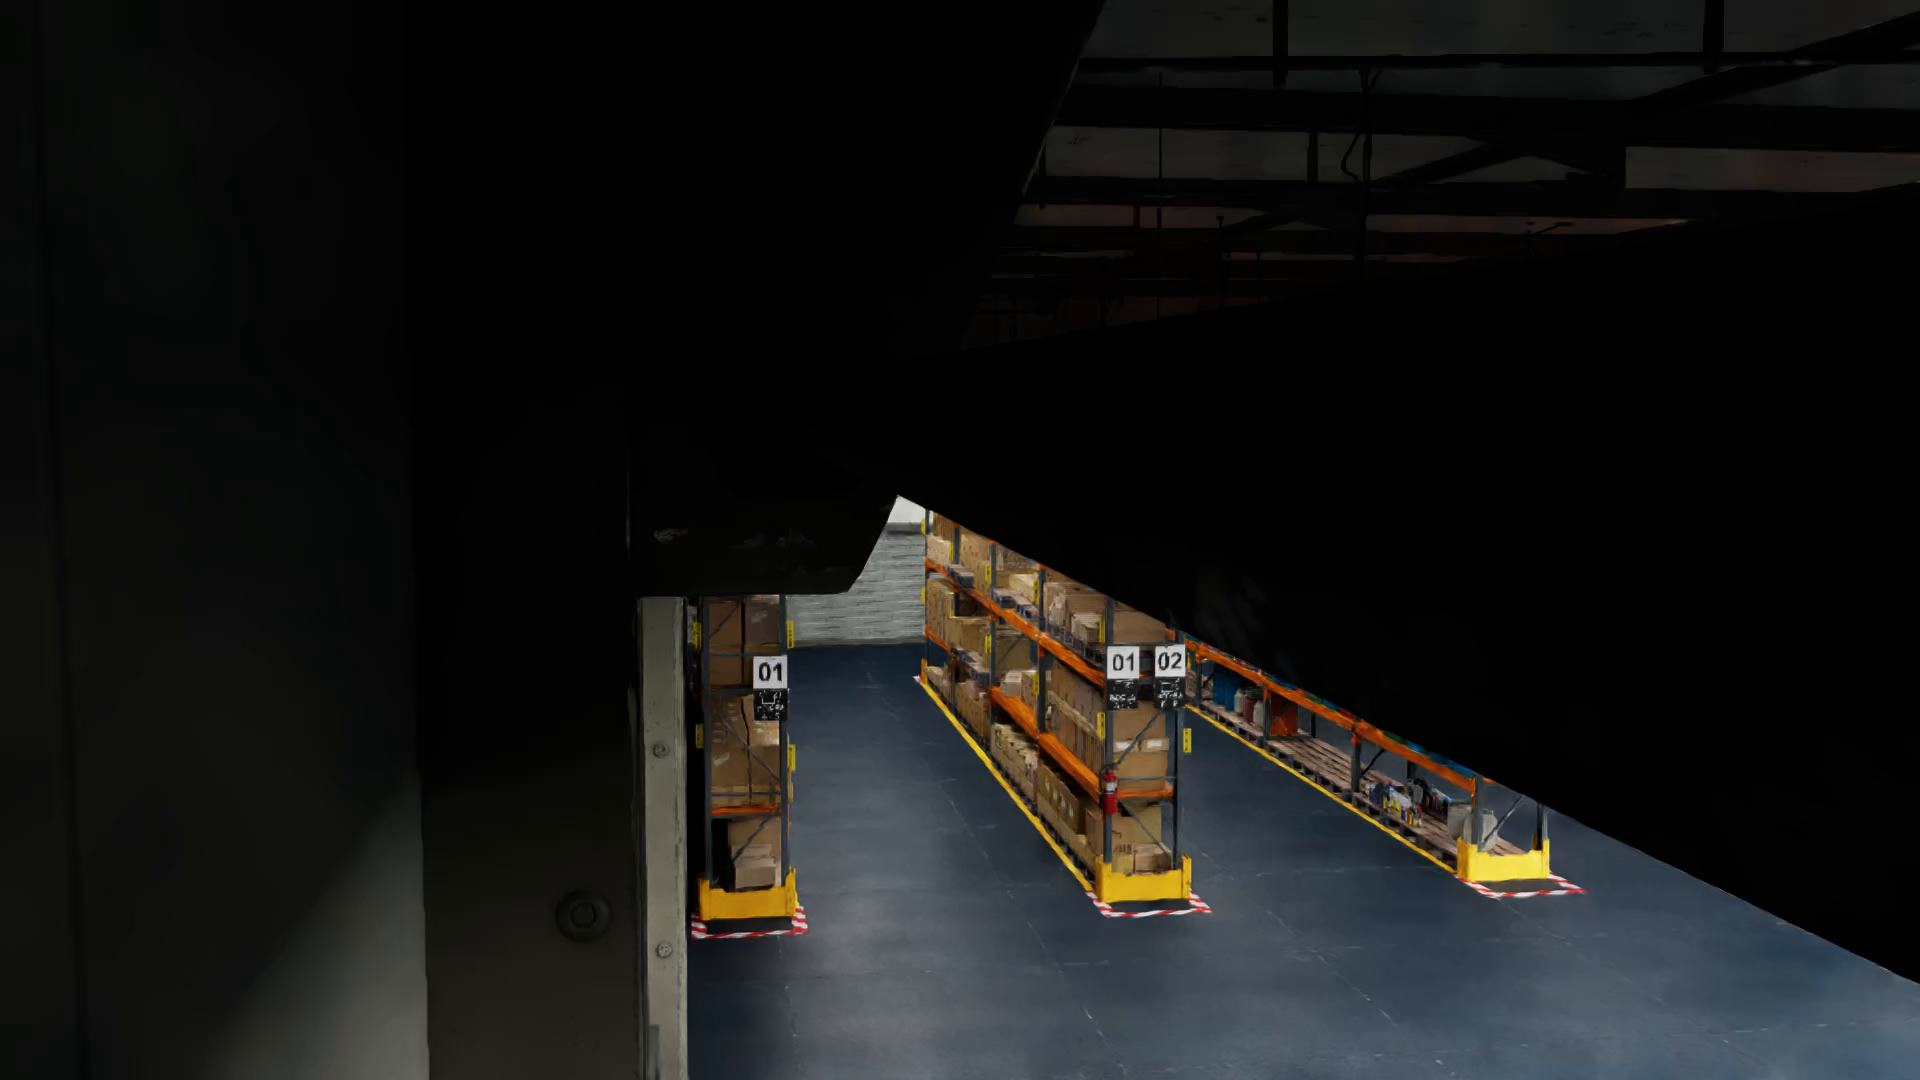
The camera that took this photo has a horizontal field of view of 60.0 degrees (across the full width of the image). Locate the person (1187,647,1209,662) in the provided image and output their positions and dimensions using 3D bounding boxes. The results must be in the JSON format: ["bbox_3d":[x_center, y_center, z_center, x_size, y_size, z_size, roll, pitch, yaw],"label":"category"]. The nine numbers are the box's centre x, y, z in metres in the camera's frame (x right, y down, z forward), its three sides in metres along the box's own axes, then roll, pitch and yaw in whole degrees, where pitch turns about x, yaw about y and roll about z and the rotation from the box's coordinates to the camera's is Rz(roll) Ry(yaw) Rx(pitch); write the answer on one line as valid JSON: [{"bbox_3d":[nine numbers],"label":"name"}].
[{"bbox_3d":[5.525,2.100,39.264,0.411,1.533,0.957,-2,5,-18],"label":"person"}]
